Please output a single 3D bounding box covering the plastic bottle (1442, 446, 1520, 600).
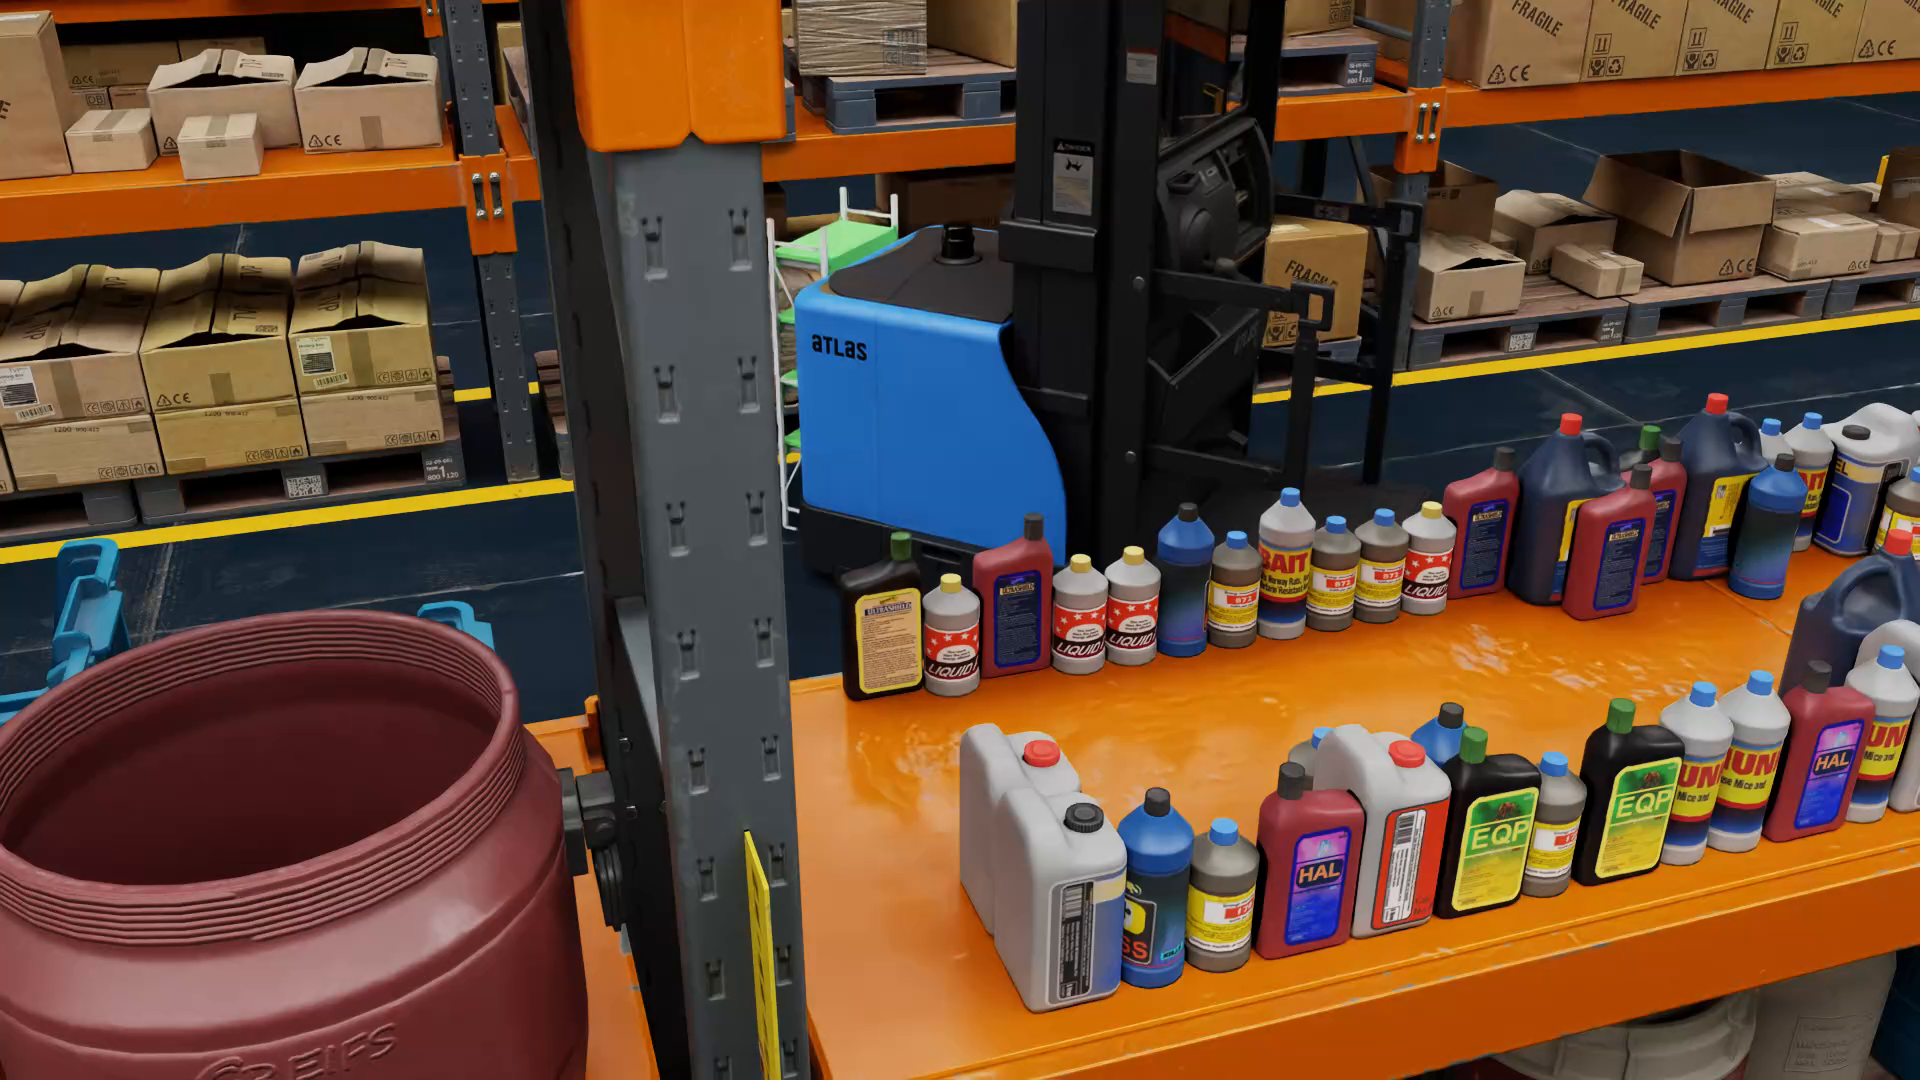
[{"bbox_3d":[0.956,-0.033,3.074,0.133,0.283,0.061,-8,28,-16],"label":"plastic bottle"}]

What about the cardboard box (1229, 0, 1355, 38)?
[{"bbox_3d":[1.370,-2.599,7.528,0.500,0.500,0.700,-19,32,-33],"label":"cardboard box"}]

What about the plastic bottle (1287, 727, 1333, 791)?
[{"bbox_3d":[0.512,0.361,2.373,0.097,0.201,0.097,0,26,0],"label":"plastic bottle"}]

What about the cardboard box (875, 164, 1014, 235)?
[{"bbox_3d":[-0.073,-1.580,7.532,0.500,0.250,0.500,-9,28,-17],"label":"cardboard box"}]

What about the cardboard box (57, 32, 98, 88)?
[{"bbox_3d":[-5.648,-2.986,10.365,0.500,0.250,0.500,-9,28,-18],"label":"cardboard box"}]

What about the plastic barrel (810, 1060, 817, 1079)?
[{"bbox_3d":[0.077,1.018,2.795,0.708,0.830,0.600,-8,28,-16],"label":"plastic barrel"}]

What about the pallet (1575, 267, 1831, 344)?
[{"bbox_3d":[3.705,-1.352,8.736,1.213,0.211,1.003,-8,28,-16],"label":"pallet"}]

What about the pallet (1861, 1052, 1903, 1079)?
[{"bbox_3d":[1.512,1.265,3.464,1.213,0.211,1.003,-8,28,-16],"label":"pallet"}]

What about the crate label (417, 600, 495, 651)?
[{"bbox_3d":[-0.900,0.283,2.495,0.416,0.233,0.303,-8,28,-16],"label":"crate label"}]

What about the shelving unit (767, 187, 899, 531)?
[{"bbox_3d":[-0.452,-0.658,6.226,0.258,1.200,0.503,13,29,25],"label":"shelving unit"}]

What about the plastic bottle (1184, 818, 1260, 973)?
[{"bbox_3d":[0.340,0.457,2.180,0.097,0.201,0.097,0,26,0],"label":"plastic bottle"}]

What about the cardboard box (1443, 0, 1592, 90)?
[{"bbox_3d":[2.459,-2.337,7.471,0.500,0.500,0.500,-8,27,-15],"label":"cardboard box"}]

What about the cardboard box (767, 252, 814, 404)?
[{"bbox_3d":[-0.896,-0.880,6.966,0.500,0.500,0.500,-9,28,-18],"label":"cardboard box"}]

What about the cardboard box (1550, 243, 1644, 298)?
[{"bbox_3d":[3.175,-1.355,8.297,0.250,0.166,0.380,-8,28,-16],"label":"cardboard box"}]

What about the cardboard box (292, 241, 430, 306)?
[{"bbox_3d":[-2.502,-1.046,6.973,0.500,0.311,0.500,-7,27,-14],"label":"cardboard box"}]

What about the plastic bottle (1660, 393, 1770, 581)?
[{"bbox_3d":[1.423,-0.111,3.156,0.185,0.351,0.144,-8,28,-16],"label":"plastic bottle"}]

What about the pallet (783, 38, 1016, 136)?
[{"bbox_3d":[-0.066,-1.970,7.061,1.213,0.211,1.003,-8,28,-16],"label":"pallet"}]

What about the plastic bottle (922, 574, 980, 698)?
[{"bbox_3d":[-0.015,0.153,2.791,0.097,0.201,0.097,0,26,0],"label":"plastic bottle"}]

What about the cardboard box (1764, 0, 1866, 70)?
[{"bbox_3d":[3.904,-2.547,7.895,0.500,0.500,0.500,-9,28,-17],"label":"cardboard box"}]

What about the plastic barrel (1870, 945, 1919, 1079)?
[{"bbox_3d":[2.224,0.675,3.405,0.708,0.901,0.600,-8,28,-16],"label":"plastic barrel"}]

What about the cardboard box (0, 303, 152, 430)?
[{"bbox_3d":[-3.308,-0.675,6.226,0.500,0.311,0.500,-8,28,-16],"label":"cardboard box"}]

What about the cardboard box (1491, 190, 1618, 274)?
[{"bbox_3d":[3.057,-1.631,8.692,0.500,0.311,0.500,-8,28,-16],"label":"cardboard box"}]

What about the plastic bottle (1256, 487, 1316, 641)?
[{"bbox_3d":[0.574,0.037,2.948,0.097,0.271,0.097,0,26,0],"label":"plastic bottle"}]

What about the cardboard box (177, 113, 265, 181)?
[{"bbox_3d":[-2.683,-1.433,6.046,0.250,0.149,0.380,-8,28,-16],"label":"cardboard box"}]

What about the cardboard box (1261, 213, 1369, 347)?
[{"bbox_3d":[1.509,-1.225,7.661,0.500,0.500,0.500,-8,28,-16],"label":"cardboard box"}]

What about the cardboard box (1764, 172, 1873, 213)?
[{"bbox_3d":[4.613,-1.830,9.159,0.500,0.250,0.500,-8,28,-16],"label":"cardboard box"}]

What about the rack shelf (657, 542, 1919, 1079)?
[{"bbox_3d":[1.519,0.355,2.970,4.000,0.370,1.077,-8,28,-16],"label":"rack shelf"}]

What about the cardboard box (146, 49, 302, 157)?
[{"bbox_3d":[-2.824,-1.705,6.411,0.500,0.311,0.500,-9,28,-17],"label":"cardboard box"}]

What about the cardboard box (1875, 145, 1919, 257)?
[{"bbox_3d":[5.253,-1.786,8.791,0.500,0.500,0.500,-8,28,-16],"label":"cardboard box"}]

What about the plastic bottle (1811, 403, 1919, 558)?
[{"bbox_3d":[1.761,-0.125,3.267,0.135,0.276,0.152,-8,28,-16],"label":"plastic bottle"}]

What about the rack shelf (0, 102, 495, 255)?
[{"bbox_3d":[-3.815,-1.189,6.080,4.000,0.370,1.077,-8,28,-16],"label":"rack shelf"}]

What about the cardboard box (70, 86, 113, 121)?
[{"bbox_3d":[-5.586,-2.661,10.553,0.500,0.500,0.700,-8,27,-16],"label":"cardboard box"}]

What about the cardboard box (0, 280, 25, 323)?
[{"bbox_3d":[-3.974,-0.830,6.537,0.500,0.311,0.500,-9,28,-17],"label":"cardboard box"}]

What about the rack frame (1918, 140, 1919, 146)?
[{"bbox_3d":[5.693,-2.888,8.694,0.127,3.000,1.000,-8,28,-16],"label":"rack frame"}]

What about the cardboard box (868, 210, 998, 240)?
[{"bbox_3d":[-0.108,-1.238,7.686,0.500,0.500,0.500,-9,28,-18],"label":"cardboard box"}]

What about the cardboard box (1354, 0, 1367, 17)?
[{"bbox_3d":[3.213,-4.072,12.688,0.250,0.149,0.380,-7,27,-15],"label":"cardboard box"}]

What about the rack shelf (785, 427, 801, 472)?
[{"bbox_3d":[-0.452,-0.386,6.361,0.258,0.148,0.480,13,29,25],"label":"rack shelf"}]

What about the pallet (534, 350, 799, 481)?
[{"bbox_3d":[-1.192,-0.624,7.270,1.213,0.211,1.003,-8,28,-16],"label":"pallet"}]

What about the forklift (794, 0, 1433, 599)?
[{"bbox_3d":[0.978,-1.055,5.079,3.031,2.935,1.130,13,29,25],"label":"forklift"}]

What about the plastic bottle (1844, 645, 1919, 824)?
[{"bbox_3d":[1.345,0.280,2.458,0.097,0.271,0.097,0,26,0],"label":"plastic bottle"}]

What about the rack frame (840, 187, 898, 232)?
[{"bbox_3d":[-0.338,-0.754,6.419,0.240,1.200,0.015,13,29,25],"label":"rack frame"}]

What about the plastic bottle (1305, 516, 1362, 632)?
[{"bbox_3d":[0.667,0.054,2.990,0.097,0.201,0.097,0,26,0],"label":"plastic bottle"}]

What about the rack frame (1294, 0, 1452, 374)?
[{"bbox_3d":[1.890,-2.337,7.584,0.127,3.000,1.000,-8,28,-16],"label":"rack frame"}]

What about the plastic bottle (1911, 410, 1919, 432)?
[{"bbox_3d":[1.982,-0.157,3.331,0.135,0.276,0.152,-8,28,-16],"label":"plastic bottle"}]

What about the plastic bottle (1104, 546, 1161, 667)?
[{"bbox_3d":[0.297,0.108,2.882,0.097,0.201,0.097,0,26,0],"label":"plastic bottle"}]

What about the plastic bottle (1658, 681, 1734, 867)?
[{"bbox_3d":[1.033,0.325,2.367,0.097,0.271,0.097,0,26,0],"label":"plastic bottle"}]

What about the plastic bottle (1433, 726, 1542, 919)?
[{"bbox_3d":[0.710,0.375,2.252,0.133,0.283,0.061,-8,28,-16],"label":"plastic bottle"}]

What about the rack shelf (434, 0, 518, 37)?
[{"bbox_3d":[-1.549,-3.833,11.407,4.000,0.370,1.077,-8,28,-16],"label":"rack shelf"}]

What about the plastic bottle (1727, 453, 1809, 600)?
[{"bbox_3d":[1.502,-0.030,3.083,0.097,0.271,0.097,0,26,0],"label":"plastic bottle"}]

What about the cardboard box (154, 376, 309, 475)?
[{"bbox_3d":[-2.827,-0.495,6.493,0.500,0.250,0.500,-9,28,-17],"label":"cardboard box"}]
